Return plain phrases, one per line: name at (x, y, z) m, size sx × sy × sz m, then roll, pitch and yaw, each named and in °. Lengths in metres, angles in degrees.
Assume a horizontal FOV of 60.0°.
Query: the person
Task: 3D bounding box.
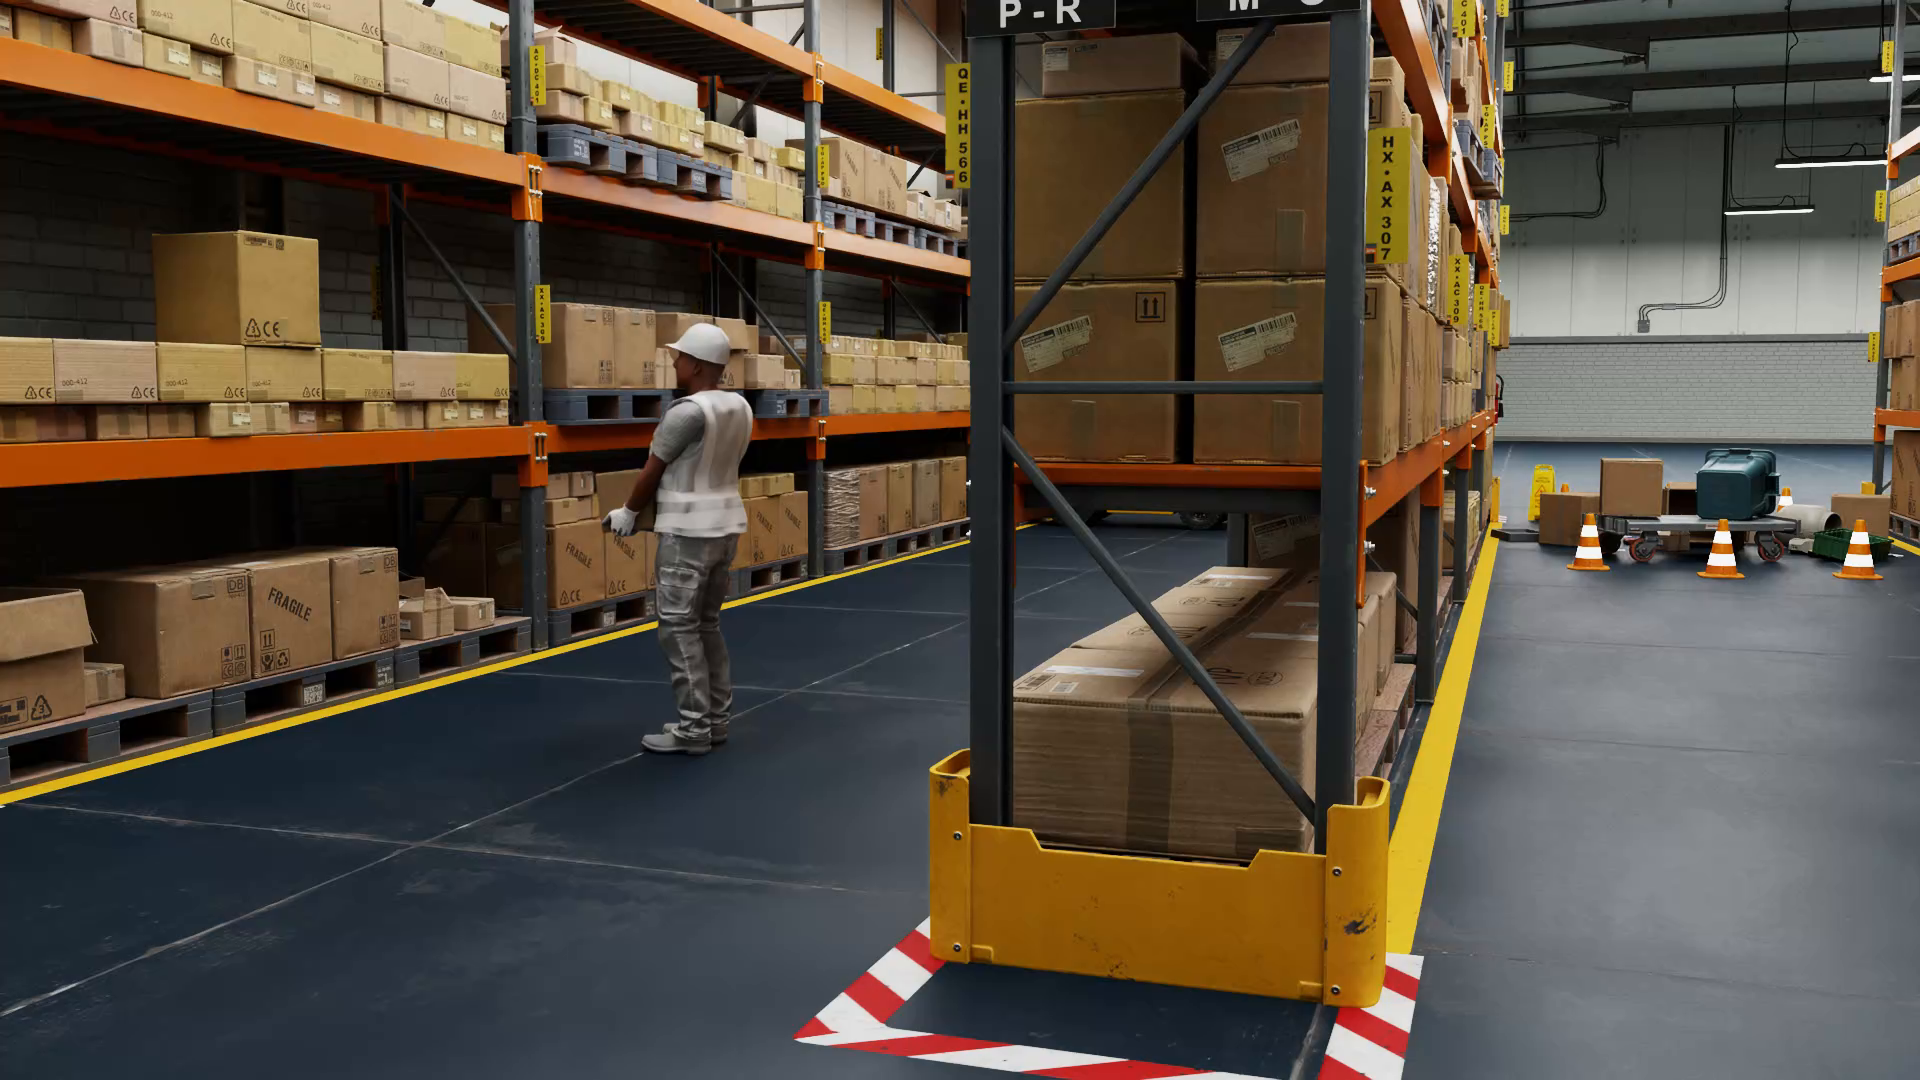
person at (-1.192, -0.012, 6.985) m, size 0.572 × 1.778 × 0.488 m, roll 2°, pitch 5°, yaw 20°
